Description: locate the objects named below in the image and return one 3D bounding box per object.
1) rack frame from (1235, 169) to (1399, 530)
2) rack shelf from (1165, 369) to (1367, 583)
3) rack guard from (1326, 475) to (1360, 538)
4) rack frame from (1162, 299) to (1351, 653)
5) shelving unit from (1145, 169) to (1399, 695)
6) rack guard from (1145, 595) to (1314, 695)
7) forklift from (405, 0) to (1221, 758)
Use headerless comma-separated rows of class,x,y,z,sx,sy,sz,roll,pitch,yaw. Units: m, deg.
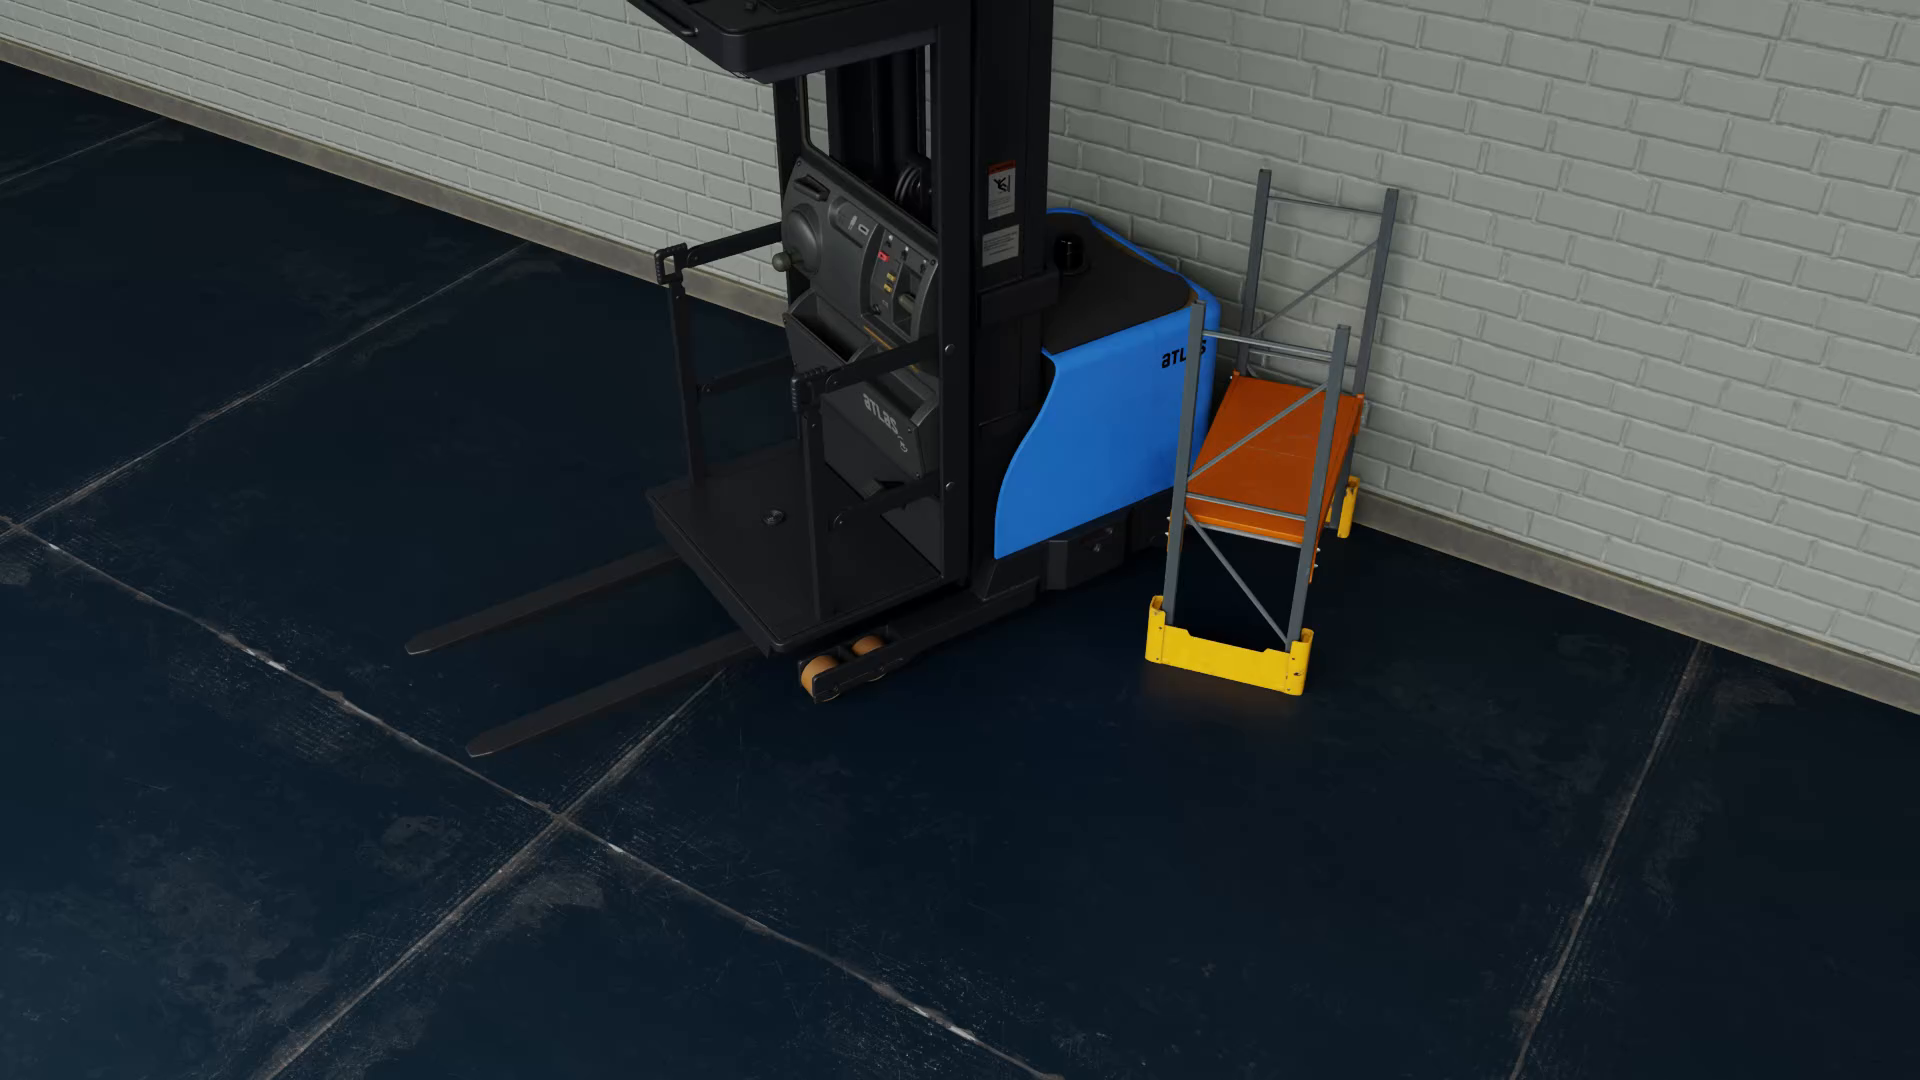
rack frame,1.322,-0.695,6.423,0.500,1.500,0.032,13,39,16
rack shelf,1.147,-0.261,6.155,0.538,0.185,1.000,13,39,16
rack guard,1.315,-0.189,6.790,0.587,0.250,0.087,13,39,16
rack frame,0.973,-0.112,5.667,0.500,1.500,0.032,13,39,16
shelving unit,1.144,-0.398,6.038,0.587,1.500,1.083,13,39,16
rack guard,0.973,0.382,6.049,0.587,0.250,0.087,13,39,16
forklift,-0.525,-0.949,5.581,3.031,2.935,1.130,-22,43,-26
